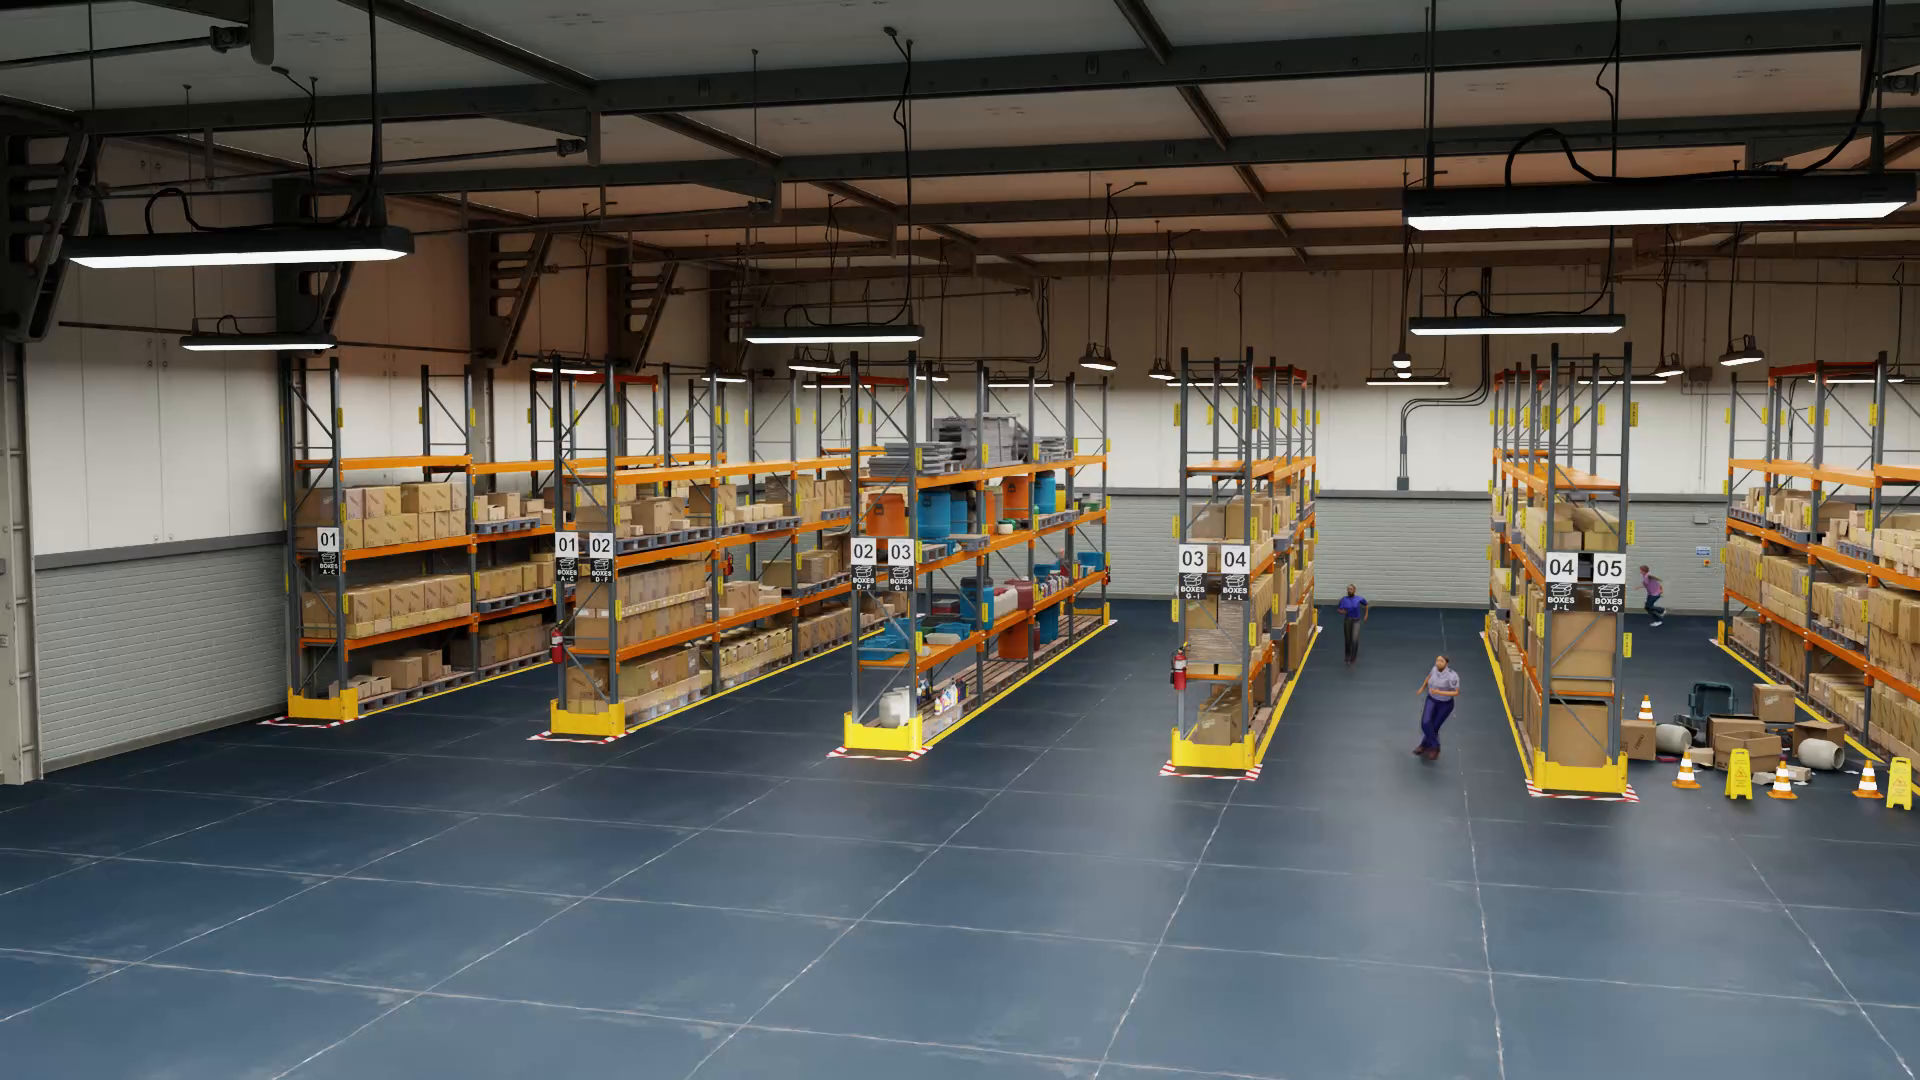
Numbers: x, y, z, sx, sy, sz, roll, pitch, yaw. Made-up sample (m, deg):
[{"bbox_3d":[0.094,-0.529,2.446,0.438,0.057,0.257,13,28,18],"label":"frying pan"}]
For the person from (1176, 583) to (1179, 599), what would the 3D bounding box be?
[{"bbox_3d":[5.152,1.409,37.492,0.573,1.718,0.695,0,4,6],"label":"person"}]

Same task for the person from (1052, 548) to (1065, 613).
[{"bbox_3d":[2.569,1.038,42.816,0.534,1.660,0.750,3,5,33],"label":"person"}]

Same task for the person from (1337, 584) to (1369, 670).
[{"bbox_3d":[7.912,1.731,33.482,0.592,1.687,0.896,2,5,22],"label":"person"}]

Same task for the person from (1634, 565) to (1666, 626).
[{"bbox_3d":[16.640,1.338,40.024,0.772,1.494,0.559,0,4,-3],"label":"person"}]

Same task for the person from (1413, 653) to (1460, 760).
[{"bbox_3d":[7.003,2.418,24.423,0.738,1.568,0.664,3,5,32],"label":"person"}]
